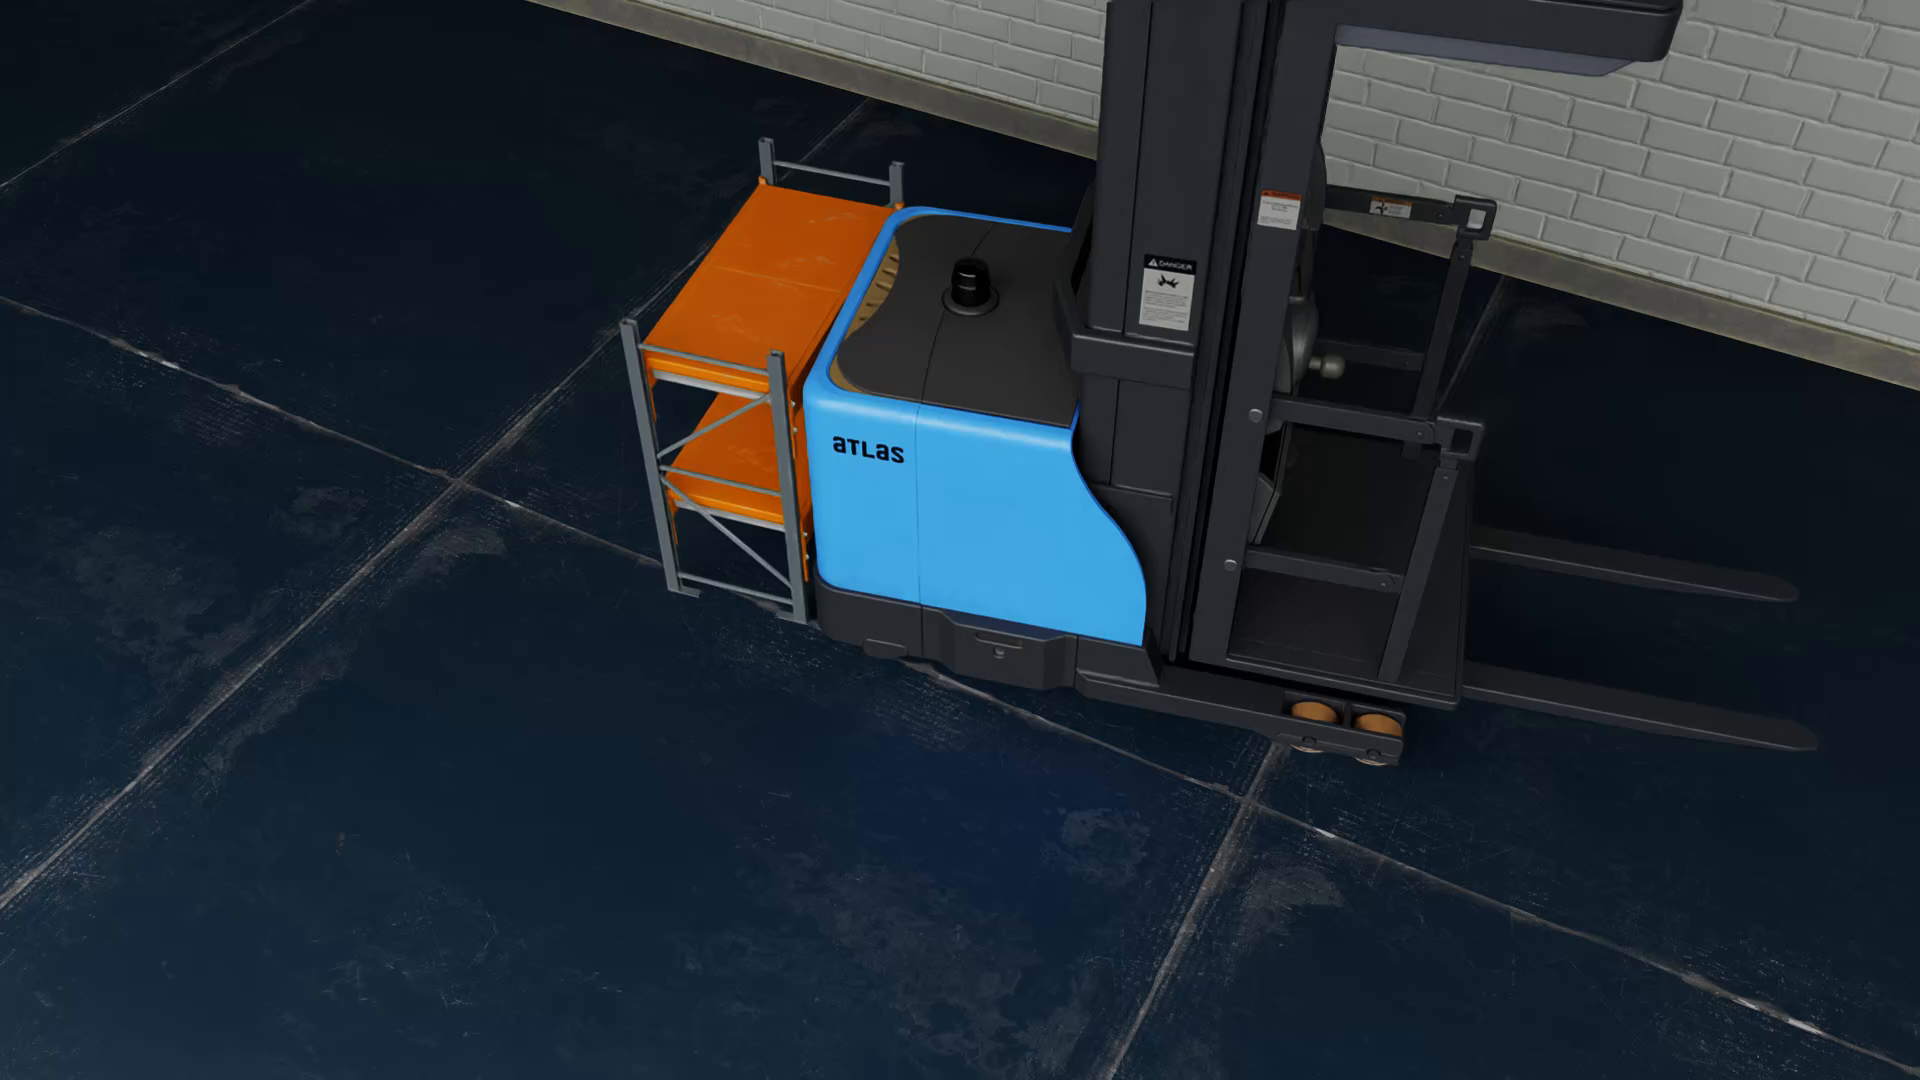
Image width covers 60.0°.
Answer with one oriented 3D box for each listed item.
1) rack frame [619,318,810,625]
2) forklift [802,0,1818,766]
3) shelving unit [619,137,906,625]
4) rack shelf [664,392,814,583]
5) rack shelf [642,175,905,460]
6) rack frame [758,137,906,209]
[{"bbox_3d":[-0.738,-0.181,5.138,0.500,1.125,0.032,13,47,13],"label":"rack frame"},{"bbox_3d":[1.113,-0.764,4.444,3.031,2.935,1.130,10,46,10],"label":"forklift"},{"bbox_3d":[-0.580,-0.525,5.478,0.538,1.125,1.048,13,47,13],"label":"shelving unit"},{"bbox_3d":[-0.580,-0.353,5.652,0.538,0.278,1.000,13,47,13],"label":"rack shelf"},{"bbox_3d":[-0.580,-0.730,5.270,0.538,0.278,1.000,13,47,13],"label":"rack shelf"},{"bbox_3d":[-0.421,-0.868,5.817,0.500,1.125,0.032,13,47,13],"label":"rack frame"}]
